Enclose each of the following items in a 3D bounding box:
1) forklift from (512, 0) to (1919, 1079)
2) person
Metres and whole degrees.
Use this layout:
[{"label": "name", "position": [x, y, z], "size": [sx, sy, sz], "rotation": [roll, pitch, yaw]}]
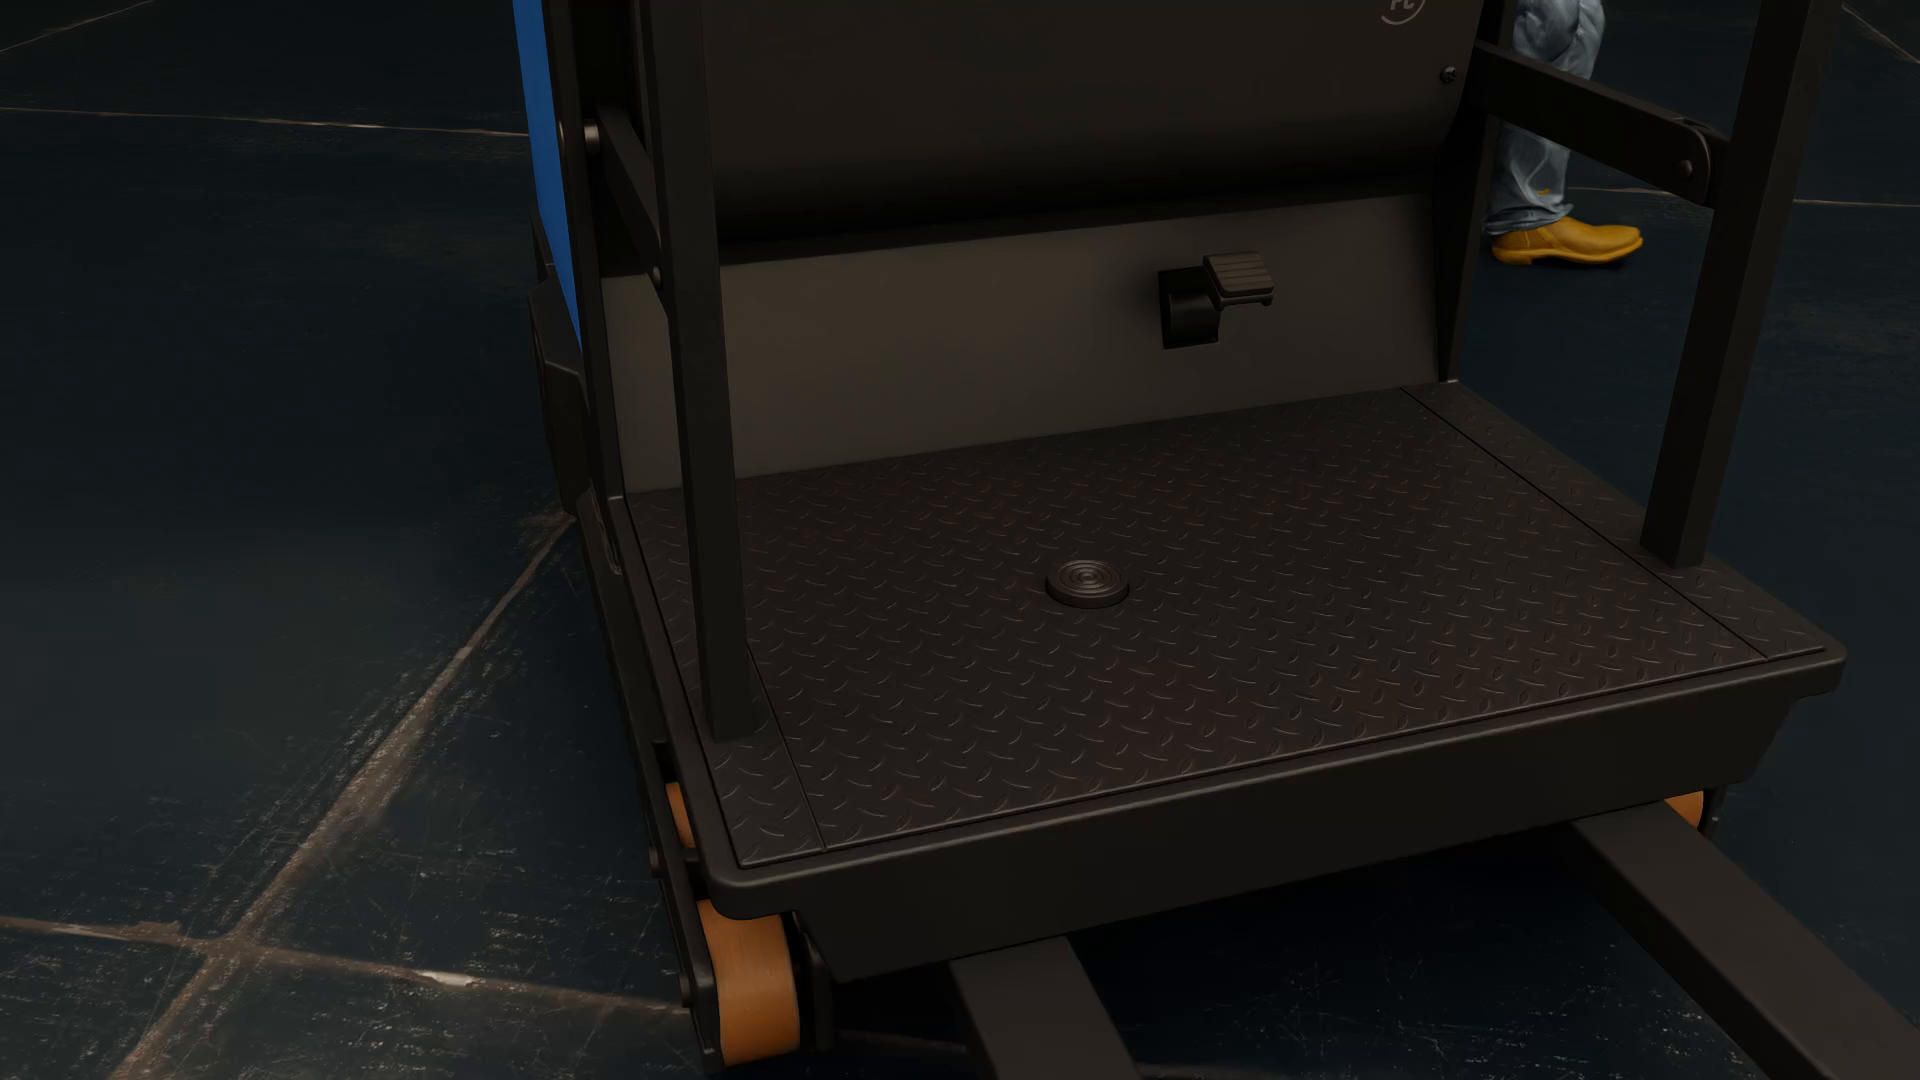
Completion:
[{"label": "forklift", "position": [0.185, -1.000, 1.281], "size": [1.130, 2.935, 3.031], "rotation": [-9, 30, -15]}, {"label": "person", "position": [0.989, -1.256, 3.210], "size": [0.845, 1.521, 1.140], "rotation": [14, 32, 23]}]
